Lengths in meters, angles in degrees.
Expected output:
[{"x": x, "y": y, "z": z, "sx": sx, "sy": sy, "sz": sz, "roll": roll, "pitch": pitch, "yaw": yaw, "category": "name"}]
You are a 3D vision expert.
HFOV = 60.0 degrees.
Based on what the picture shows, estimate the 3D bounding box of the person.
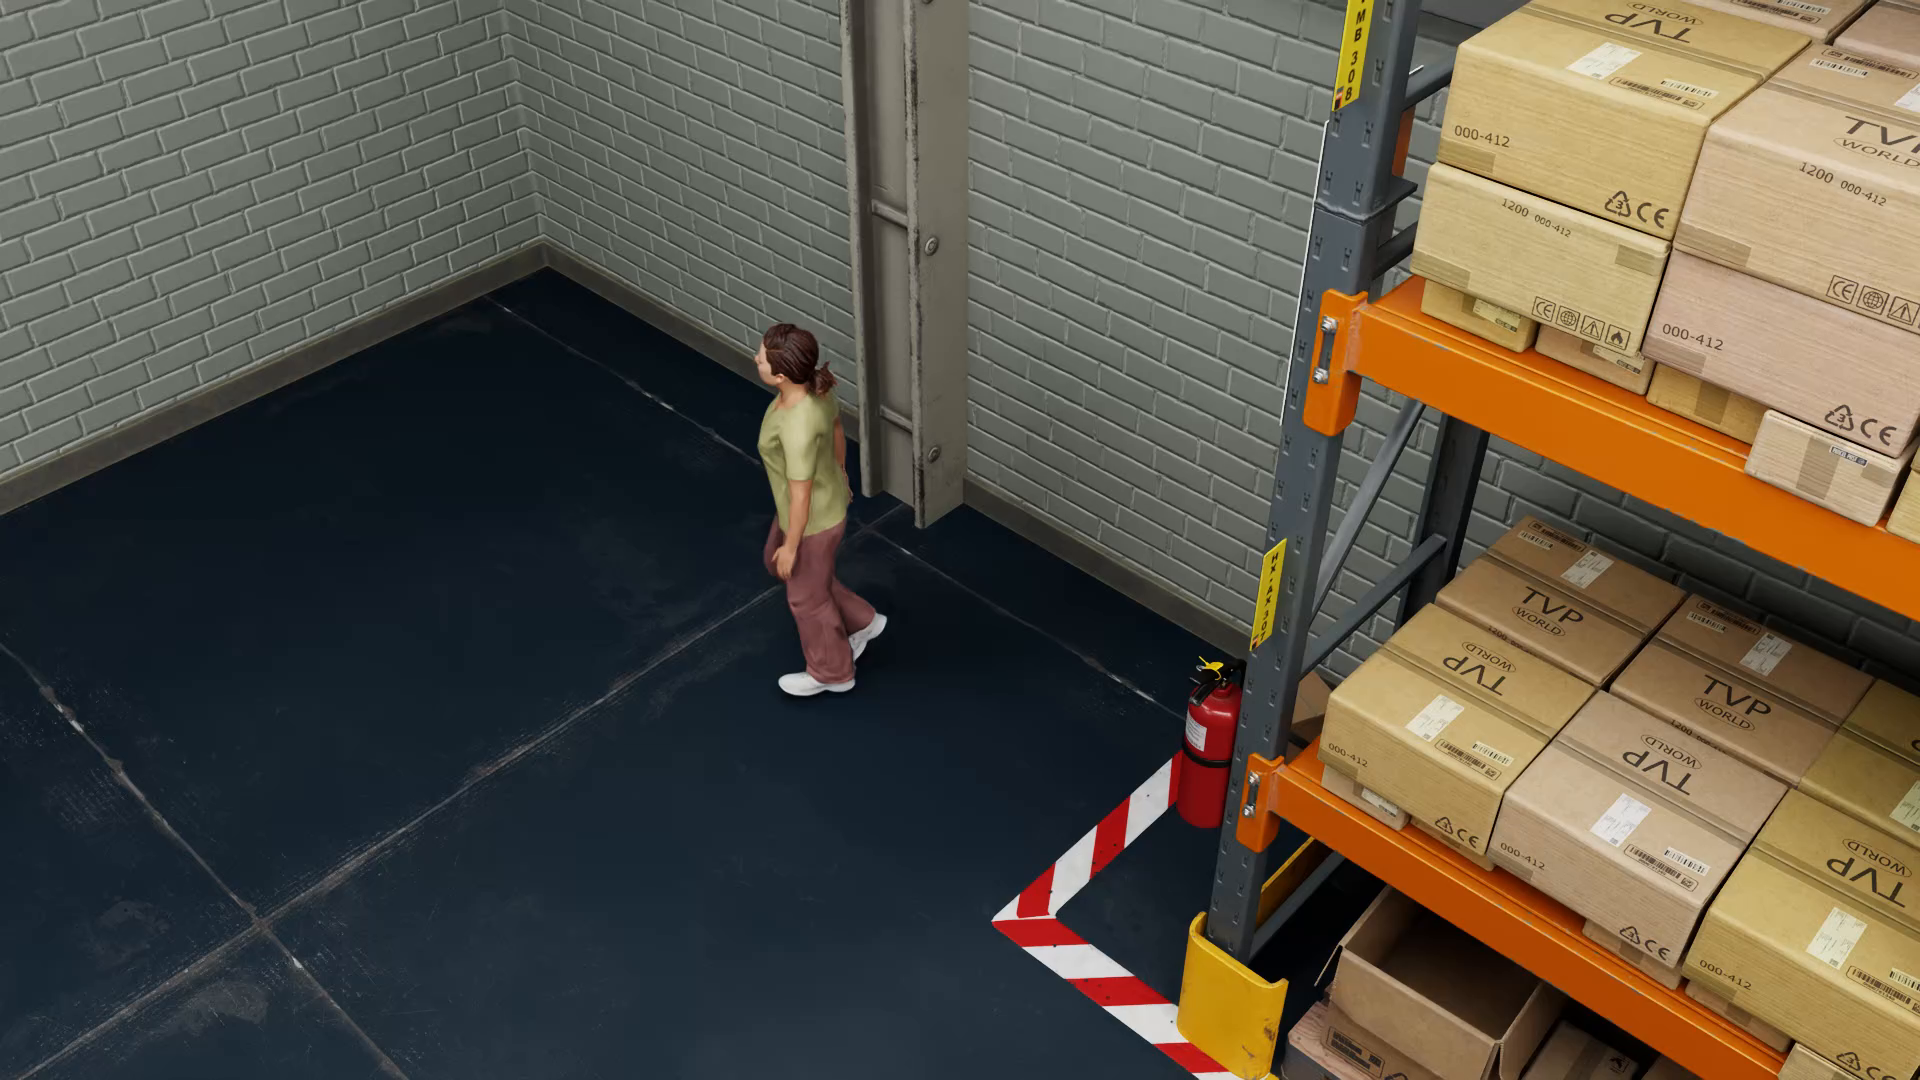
[{"x": -0.536, "y": -0.098, "z": 6.242, "sx": 0.482, "sy": 1.659, "sz": 0.500, "roll": 1, "pitch": 40, "yaw": 2, "category": "person"}]
